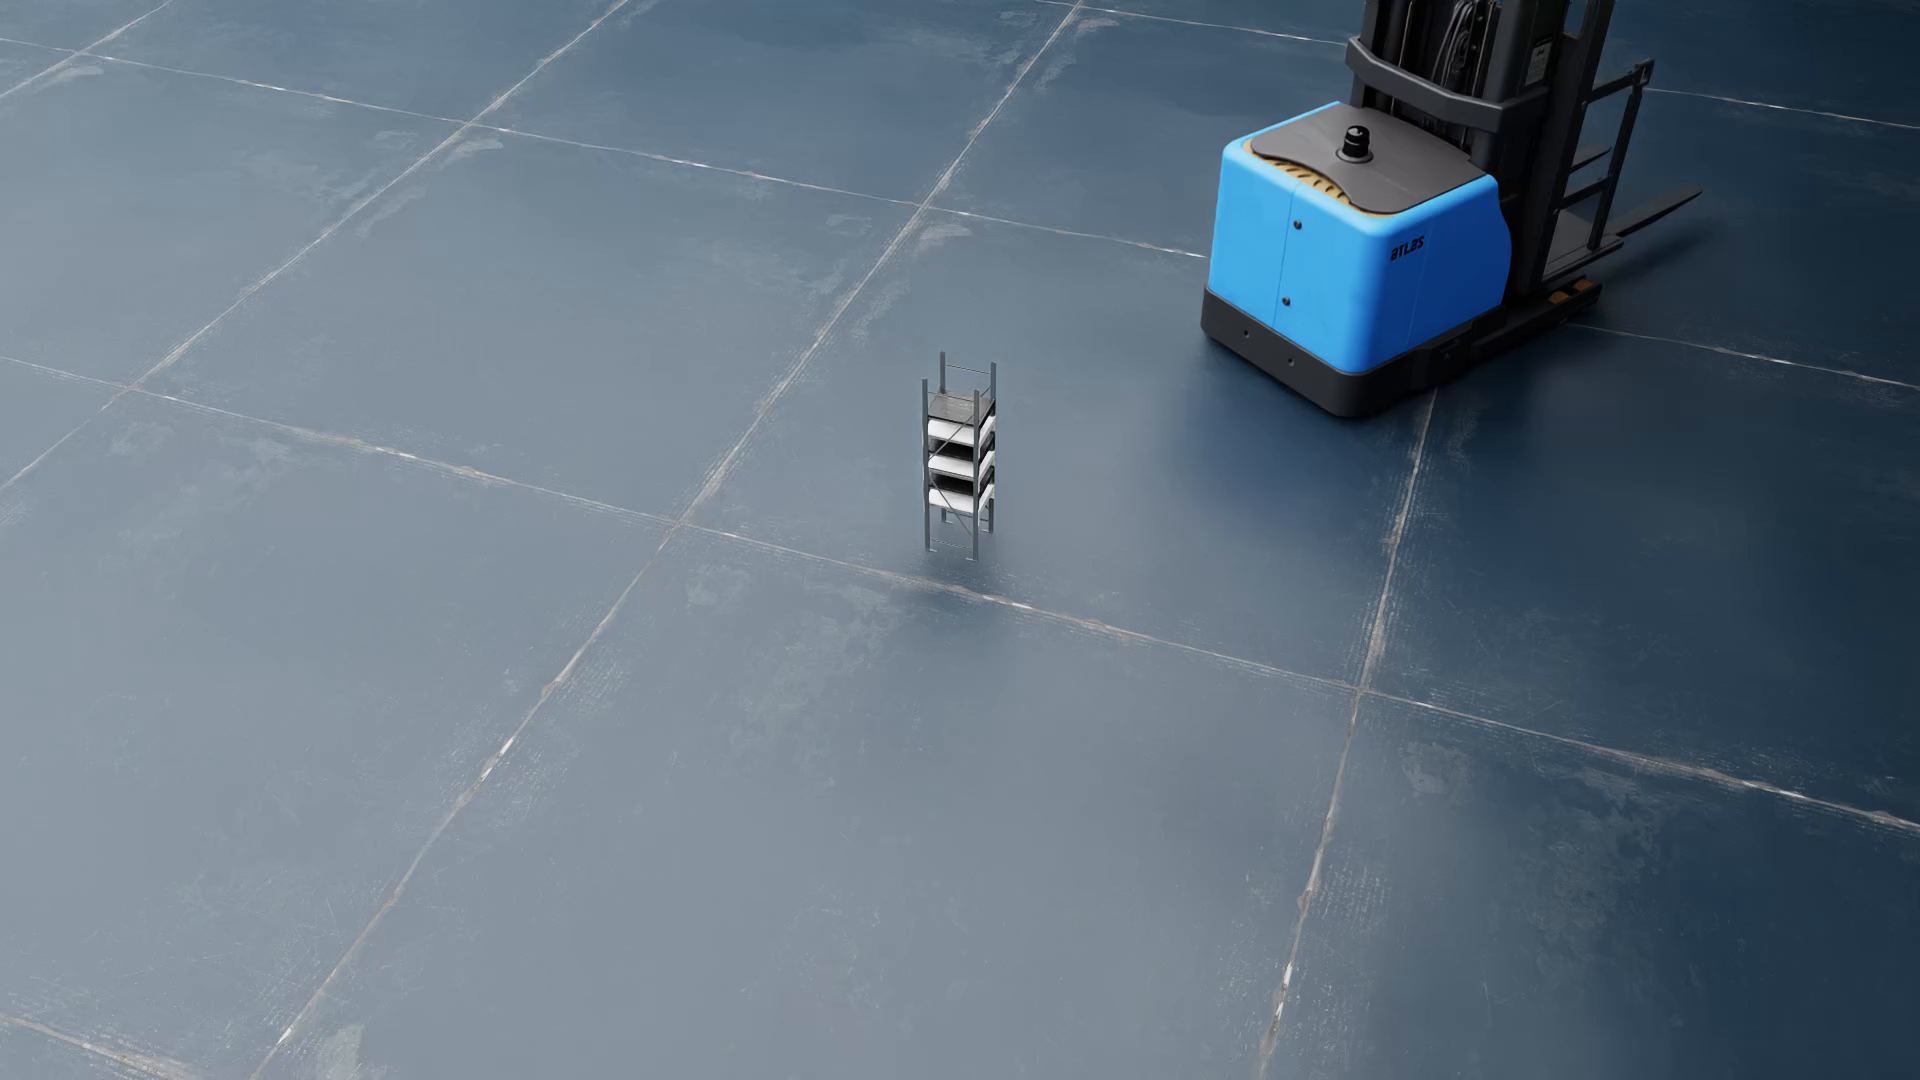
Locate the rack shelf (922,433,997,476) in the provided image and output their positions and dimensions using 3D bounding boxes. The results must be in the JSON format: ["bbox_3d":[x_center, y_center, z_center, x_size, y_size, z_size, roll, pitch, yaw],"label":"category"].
[{"bbox_3d":[-0.003,-0.381,6.915,0.258,0.077,0.200,13,42,15],"label":"rack shelf"}]

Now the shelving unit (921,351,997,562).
[{"bbox_3d":[-0.003,-0.337,6.952,0.258,0.900,0.210,13,42,15],"label":"shelving unit"}]

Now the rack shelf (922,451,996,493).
[{"bbox_3d":[-0.003,-0.312,6.974,0.258,0.077,0.200,13,42,15],"label":"rack shelf"}]

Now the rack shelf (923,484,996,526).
[{"bbox_3d":[-0.003,-0.175,7.091,0.258,0.077,0.200,13,42,15],"label":"rack shelf"}]

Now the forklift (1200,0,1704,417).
[{"bbox_3d":[2.699,-2.472,7.889,3.031,2.935,1.130,-26,47,-27],"label":"forklift"}]

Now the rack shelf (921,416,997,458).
[{"bbox_3d":[-0.003,-0.449,6.857,0.258,0.077,0.200,13,42,15],"label":"rack shelf"}]

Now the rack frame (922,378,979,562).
[{"bbox_3d":[-0.038,-0.275,6.879,0.240,0.900,0.006,13,42,15],"label":"rack frame"}]

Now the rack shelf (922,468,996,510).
[{"bbox_3d":[-0.003,-0.244,7.032,0.258,0.077,0.200,13,42,15],"label":"rack shelf"}]

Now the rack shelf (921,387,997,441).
[{"bbox_3d":[-0.003,-0.517,6.799,0.258,0.077,0.200,13,42,15],"label":"rack shelf"}]

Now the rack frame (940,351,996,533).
[{"bbox_3d":[0.032,-0.399,7.025,0.240,0.900,0.006,13,42,15],"label":"rack frame"}]
